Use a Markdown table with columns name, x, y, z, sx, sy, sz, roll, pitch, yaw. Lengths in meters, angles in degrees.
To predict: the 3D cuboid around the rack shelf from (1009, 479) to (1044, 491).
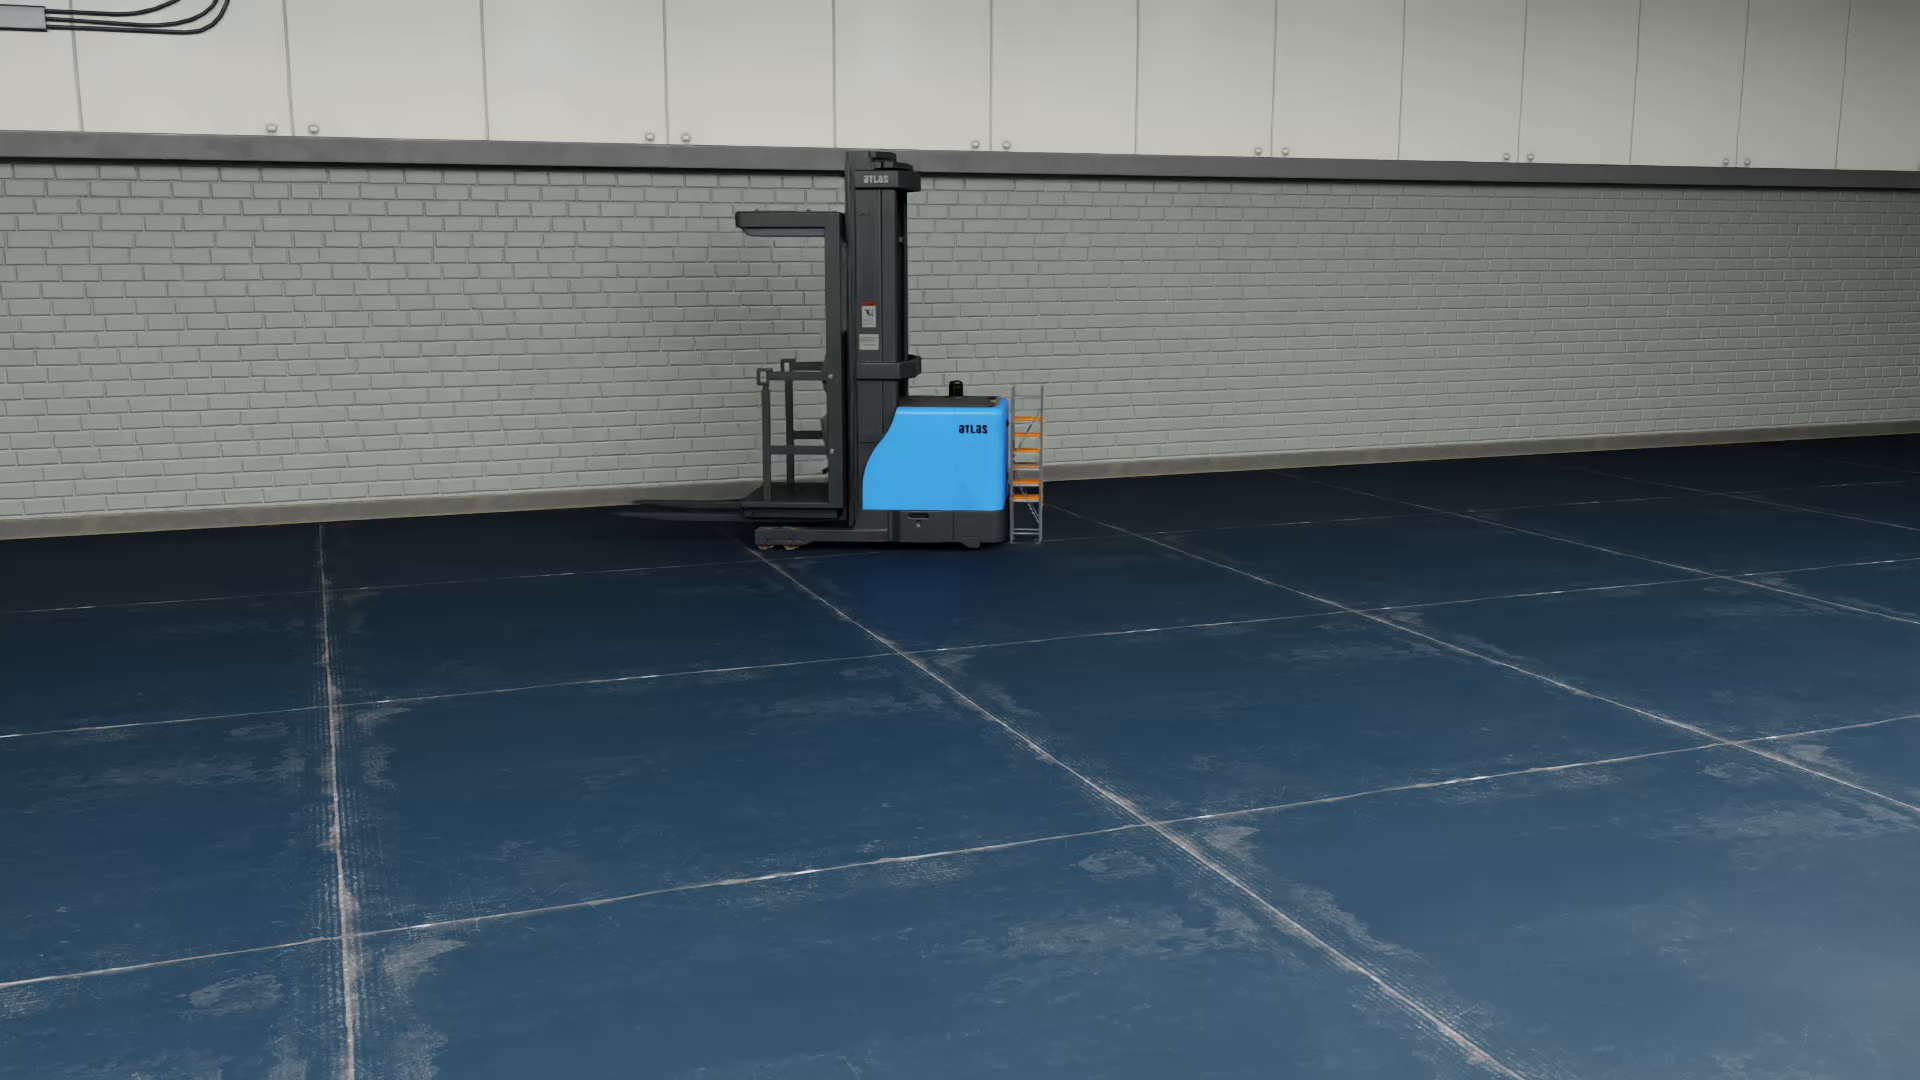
| name | x | y | z | sx | sy | sz | roll | pitch | yaw |
| --- | --- | --- | --- | --- | --- | --- | --- | --- | --- |
| rack shelf | 0.511 | -0.414 | 12.759 | 0.258 | 0.103 | 0.180 | 1 | 10 | 4 |

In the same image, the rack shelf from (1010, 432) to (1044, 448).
| name | x | y | z | sx | sy | sz | roll | pitch | yaw |
| --- | --- | --- | --- | --- | --- | --- | --- | --- | --- |
| rack shelf | 0.512 | -0.769 | 12.695 | 0.258 | 0.103 | 0.180 | 1 | 10 | 4 |

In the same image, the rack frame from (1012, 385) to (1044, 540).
| name | x | y | z | sx | sy | sz | roll | pitch | yaw |
| --- | --- | --- | --- | --- | --- | --- | --- | --- | --- |
| rack frame | 0.518 | -0.592 | 12.819 | 0.240 | 1.200 | 0.006 | 1 | 10 | 4 |

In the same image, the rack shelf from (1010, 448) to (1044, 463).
| name | x | y | z | sx | sy | sz | roll | pitch | yaw |
| --- | --- | --- | --- | --- | --- | --- | --- | --- | --- |
| rack shelf | 0.512 | -0.650 | 12.716 | 0.258 | 0.103 | 0.180 | 1 | 10 | 4 |

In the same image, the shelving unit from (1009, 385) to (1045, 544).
| name | x | y | z | sx | sy | sz | roll | pitch | yaw |
| --- | --- | --- | --- | --- | --- | --- | --- | --- | --- |
| shelving unit | 0.512 | -0.576 | 12.730 | 0.258 | 1.200 | 0.189 | 1 | 10 | 4 |

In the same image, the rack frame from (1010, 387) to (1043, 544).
| name | x | y | z | sx | sy | sz | roll | pitch | yaw |
| --- | --- | --- | --- | --- | --- | --- | --- | --- | --- |
| rack frame | 0.505 | -0.560 | 12.640 | 0.240 | 1.200 | 0.006 | 1 | 10 | 4 |

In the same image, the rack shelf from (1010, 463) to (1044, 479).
| name | x | y | z | sx | sy | sz | roll | pitch | yaw |
| --- | --- | --- | --- | --- | --- | --- | --- | --- | --- |
| rack shelf | 0.512 | -0.532 | 12.737 | 0.258 | 0.103 | 0.180 | 1 | 10 | 4 |

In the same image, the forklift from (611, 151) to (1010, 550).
| name | x | y | z | sx | sy | sz | roll | pitch | yaw |
| --- | --- | --- | --- | --- | --- | --- | --- | --- | --- |
| forklift | -1.143 | -1.461 | 12.763 | 3.031 | 2.935 | 1.130 | 1 | 10 | 4 |

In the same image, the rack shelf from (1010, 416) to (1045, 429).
| name | x | y | z | sx | sy | sz | roll | pitch | yaw |
| --- | --- | --- | --- | --- | --- | --- | --- | --- | --- |
| rack shelf | 0.513 | -0.887 | 12.674 | 0.258 | 0.103 | 0.180 | 1 | 10 | 4 |

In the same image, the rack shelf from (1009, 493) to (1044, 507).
| name | x | y | z | sx | sy | sz | roll | pitch | yaw |
| --- | --- | --- | --- | --- | --- | --- | --- | --- | --- |
| rack shelf | 0.511 | -0.296 | 12.780 | 0.258 | 0.103 | 0.180 | 1 | 10 | 4 |

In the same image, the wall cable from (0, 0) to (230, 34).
| name | x | y | z | sx | sy | sz | roll | pitch | yaw |
| --- | --- | --- | --- | --- | --- | --- | --- | --- | --- |
| wall cable | -6.678 | -6.151 | 12.091 | 2.305 | 6.003 | 0.169 | -4 | 11 | -21 |
